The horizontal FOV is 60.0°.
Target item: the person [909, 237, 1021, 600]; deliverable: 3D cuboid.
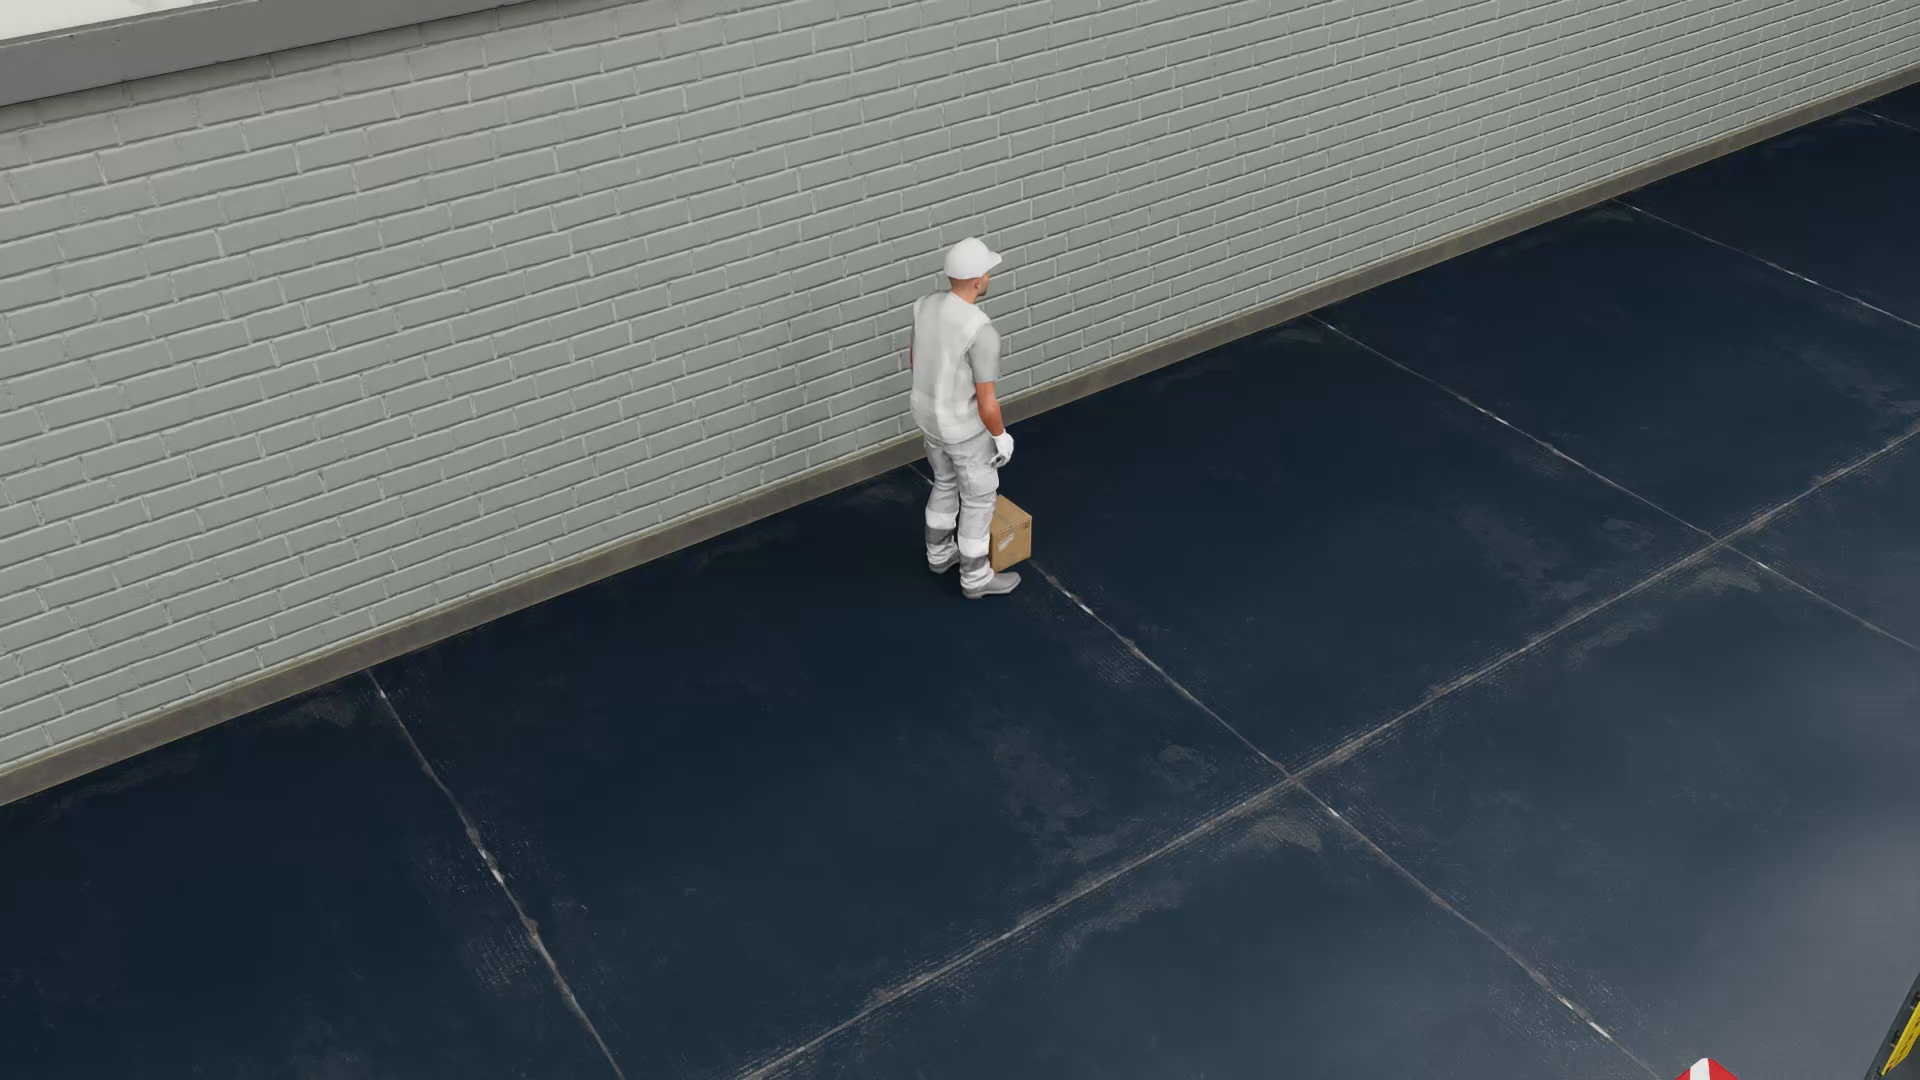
[{"bbox_3d":[0.007,-0.563,7.763,0.445,1.781,0.621,-25,43,-30],"label":"person"}]
